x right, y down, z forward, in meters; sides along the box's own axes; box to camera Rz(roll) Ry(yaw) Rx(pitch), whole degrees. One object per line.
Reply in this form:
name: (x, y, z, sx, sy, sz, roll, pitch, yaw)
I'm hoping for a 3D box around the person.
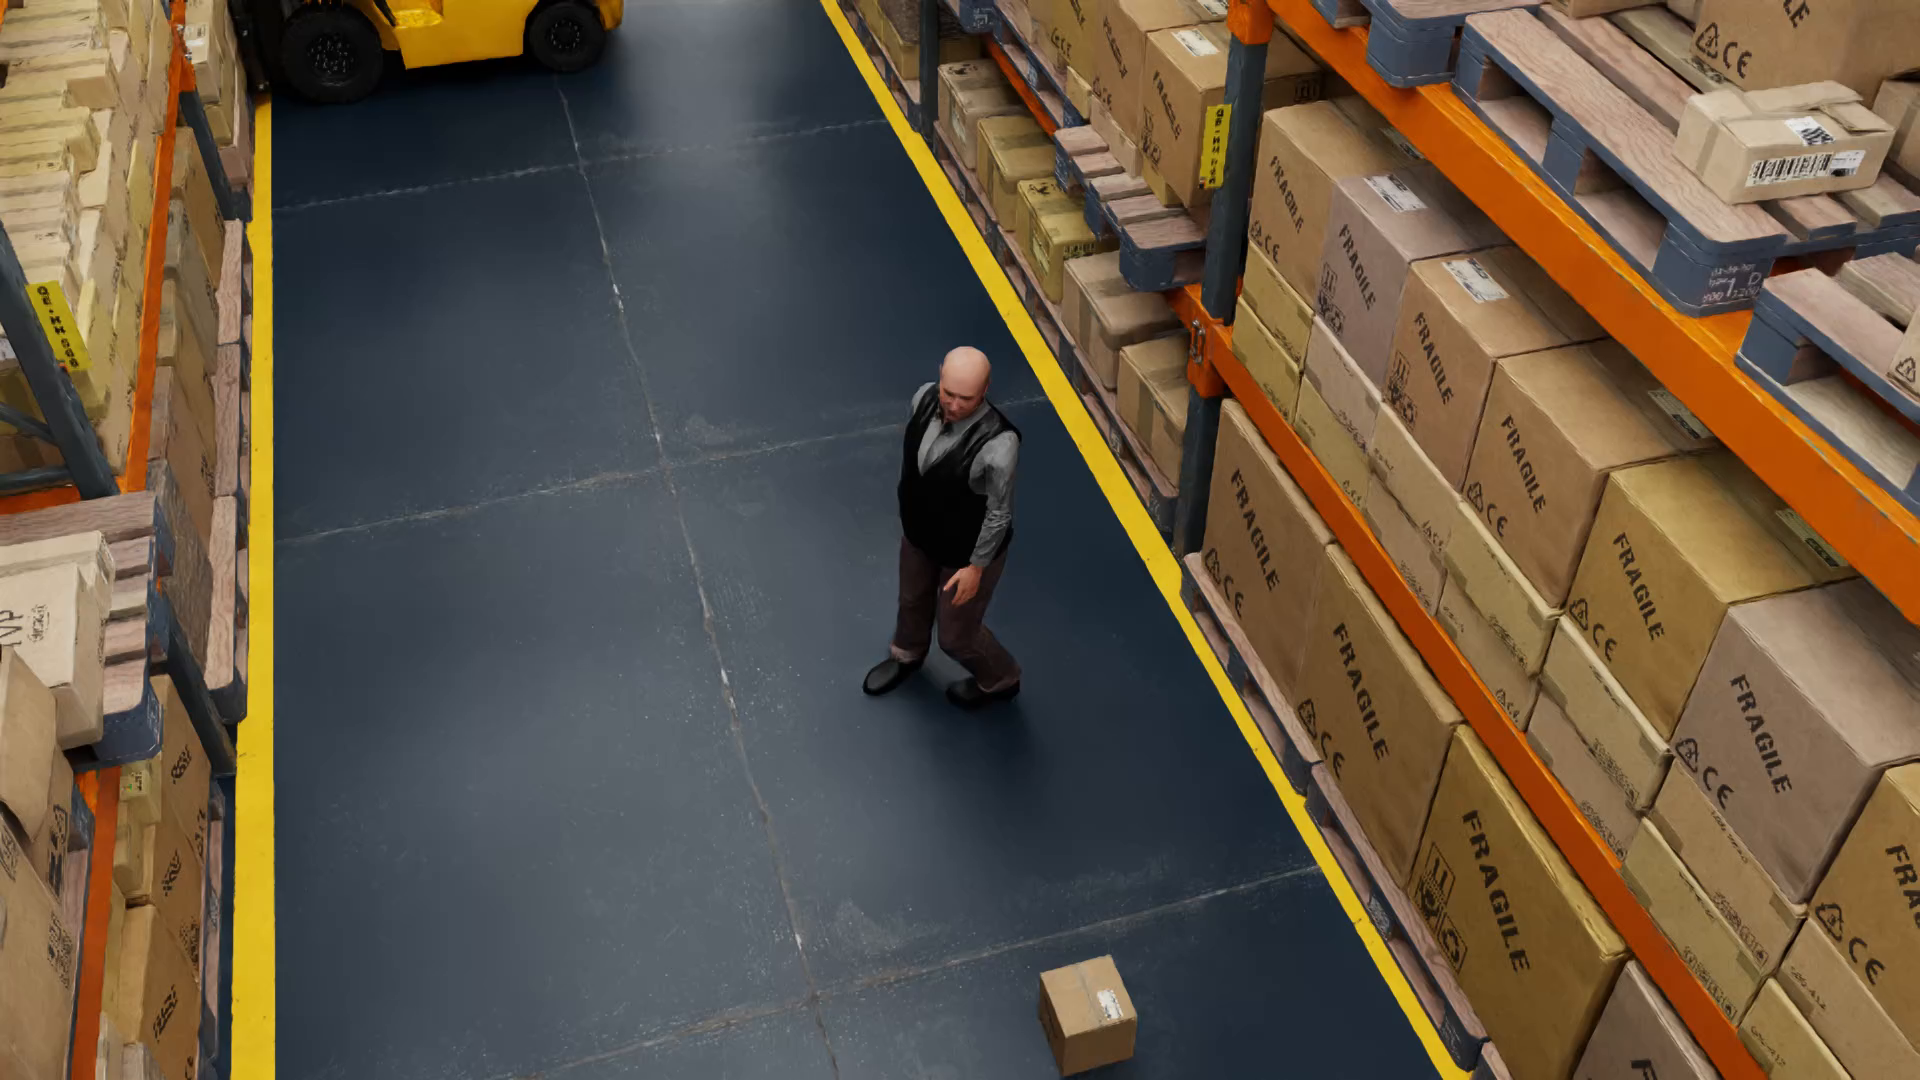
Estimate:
person: (-0.058, -0.004, 6.170, 0.477, 1.723, 0.592, -30, 50, -29)
